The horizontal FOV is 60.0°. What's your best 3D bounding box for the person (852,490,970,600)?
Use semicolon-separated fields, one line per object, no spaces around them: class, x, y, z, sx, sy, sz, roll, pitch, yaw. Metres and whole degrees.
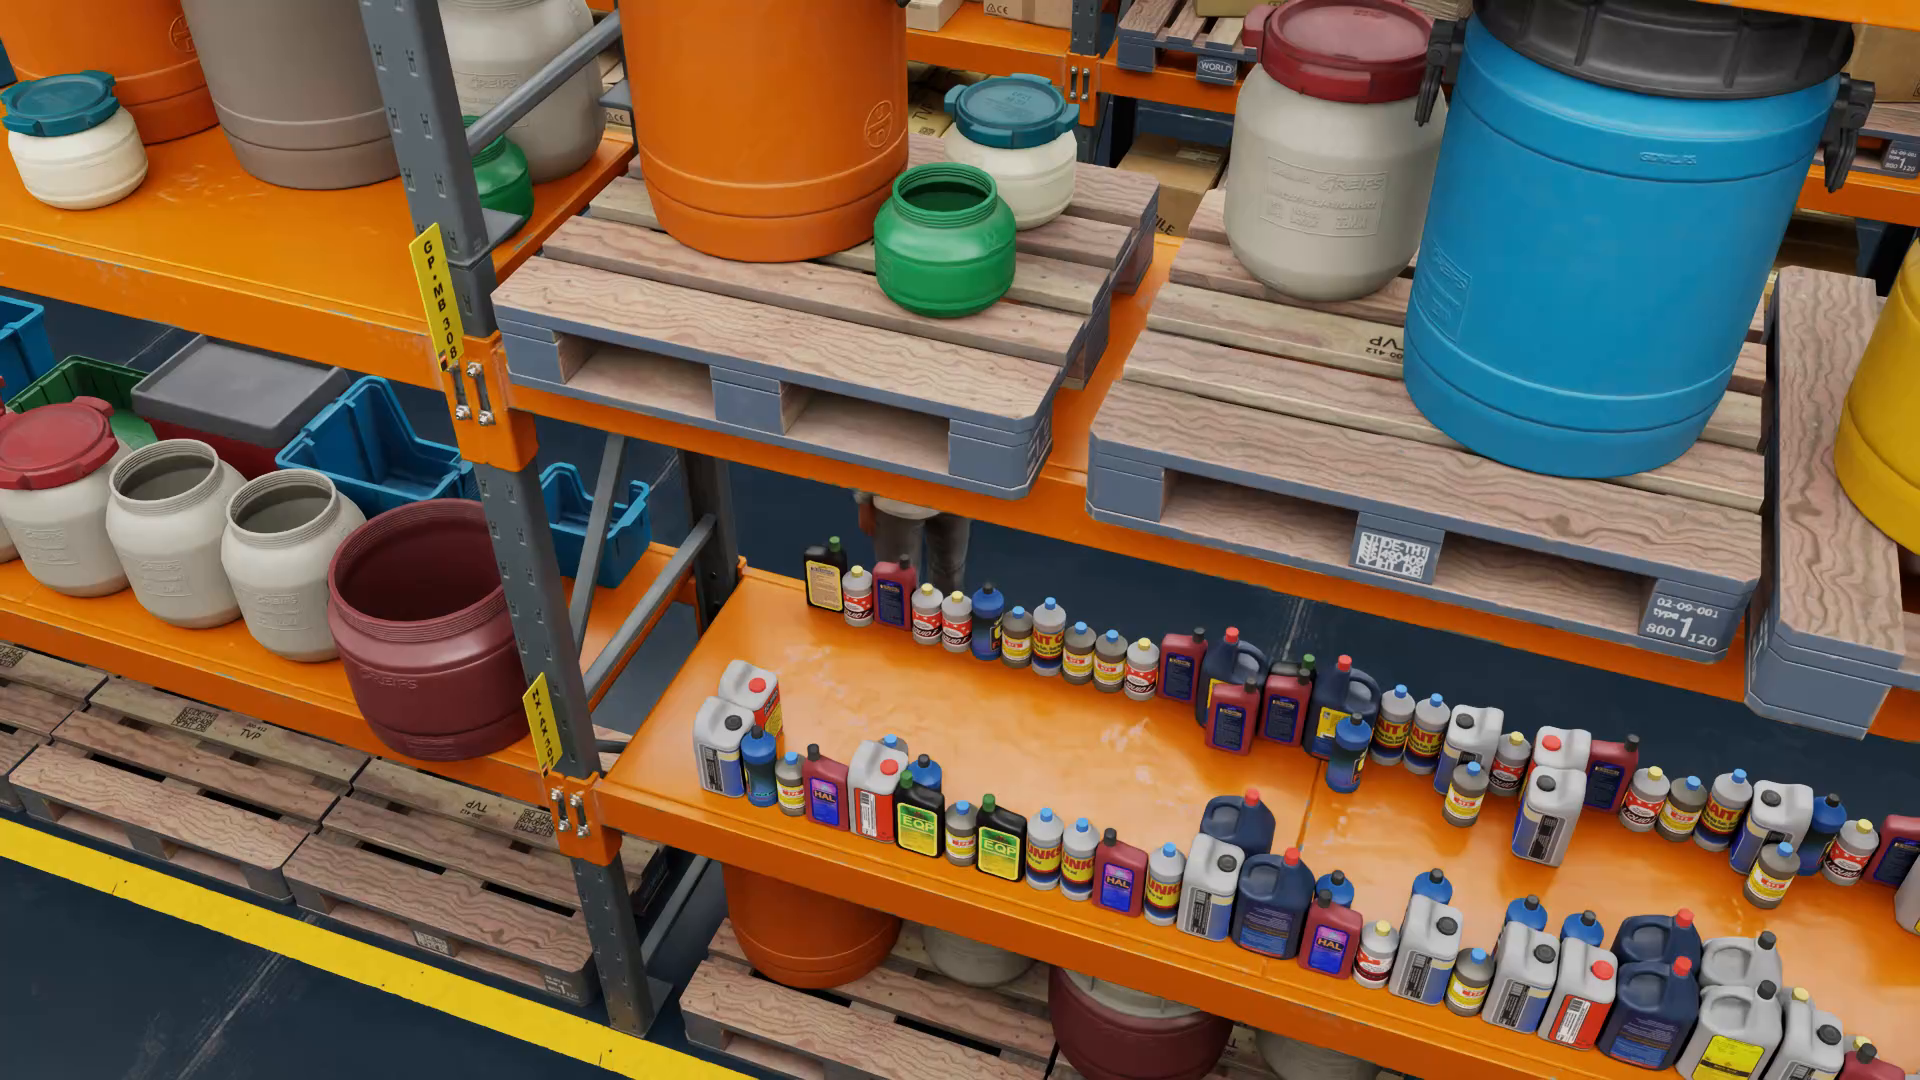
person;-0.136;-0.171;6.339;0.558;1.802;0.383;-26;47;-26
